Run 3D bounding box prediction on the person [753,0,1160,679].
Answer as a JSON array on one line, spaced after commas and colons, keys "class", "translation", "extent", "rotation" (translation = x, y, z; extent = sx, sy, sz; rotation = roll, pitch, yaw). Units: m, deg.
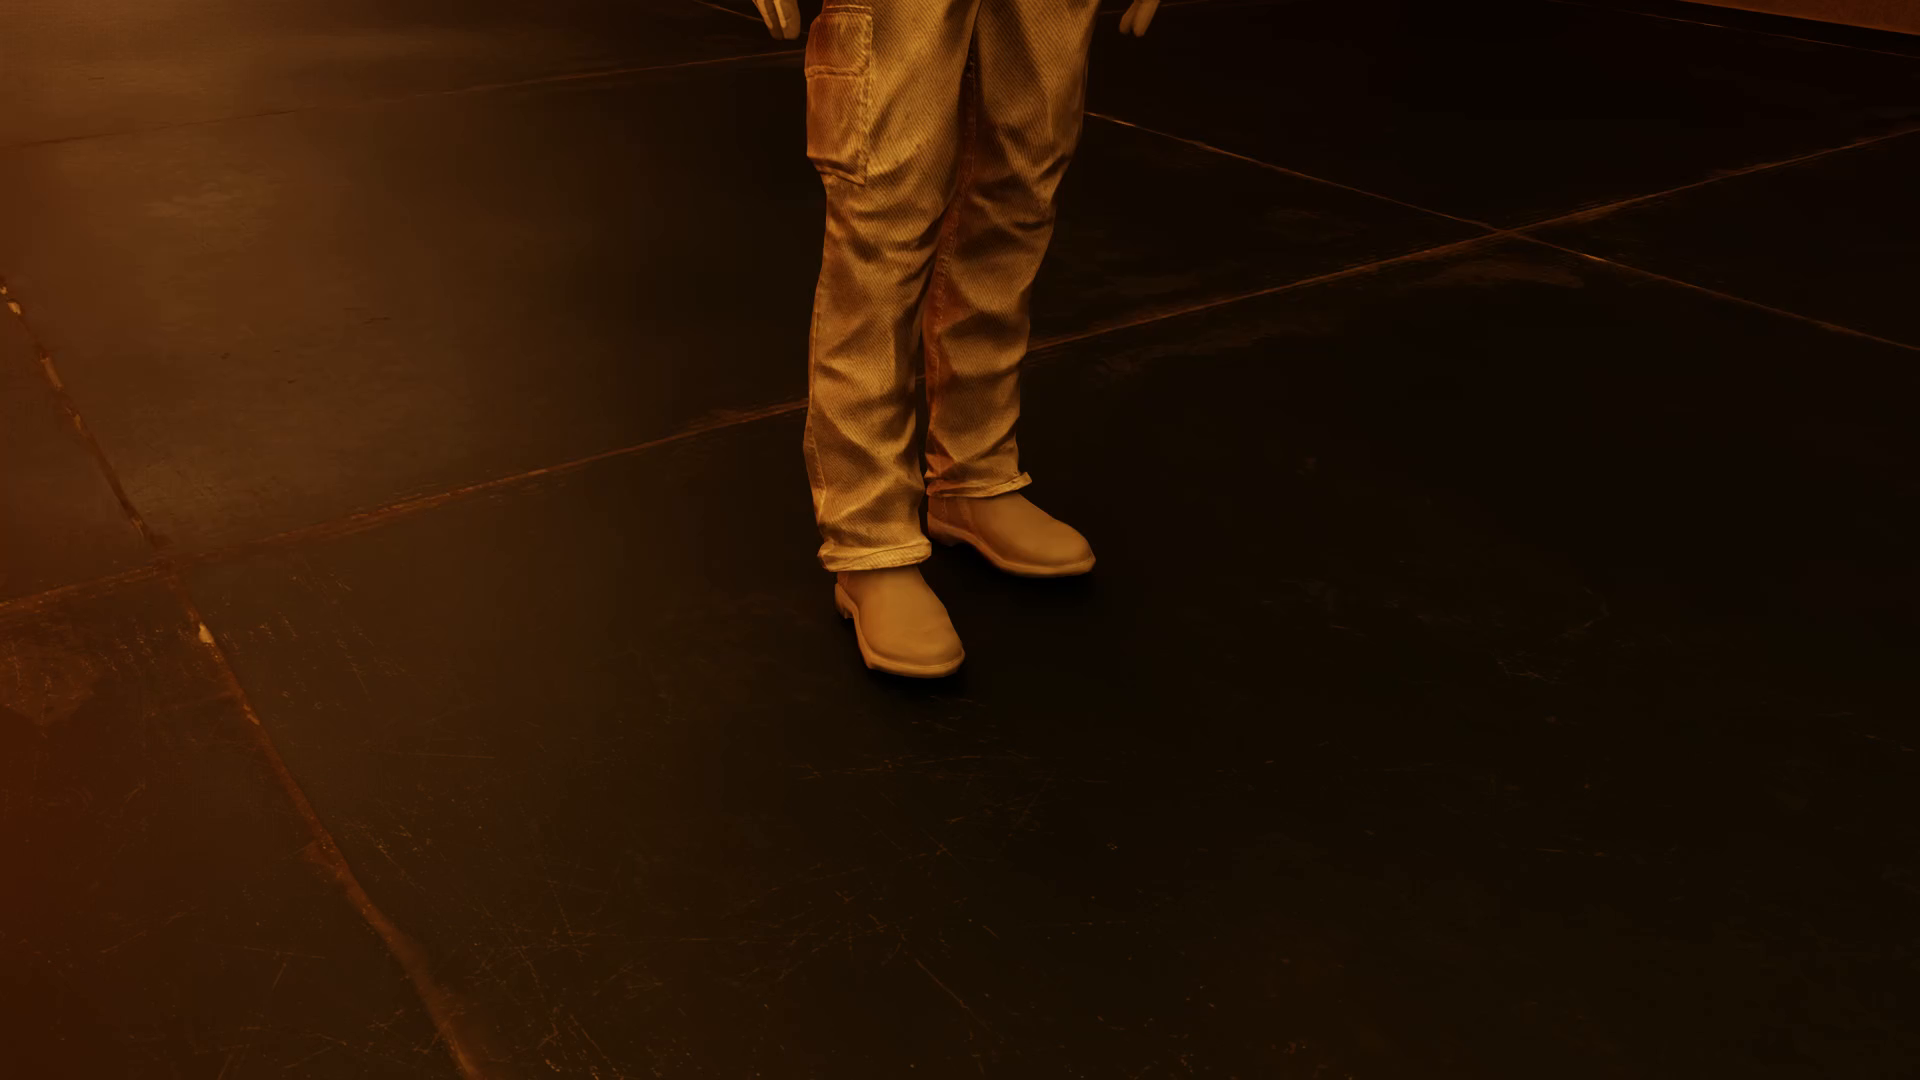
[{"class": "person", "translation": [0.033, -0.775, 2.040], "extent": [0.656, 1.782, 0.577], "rotation": [-17, 31, -31]}]
